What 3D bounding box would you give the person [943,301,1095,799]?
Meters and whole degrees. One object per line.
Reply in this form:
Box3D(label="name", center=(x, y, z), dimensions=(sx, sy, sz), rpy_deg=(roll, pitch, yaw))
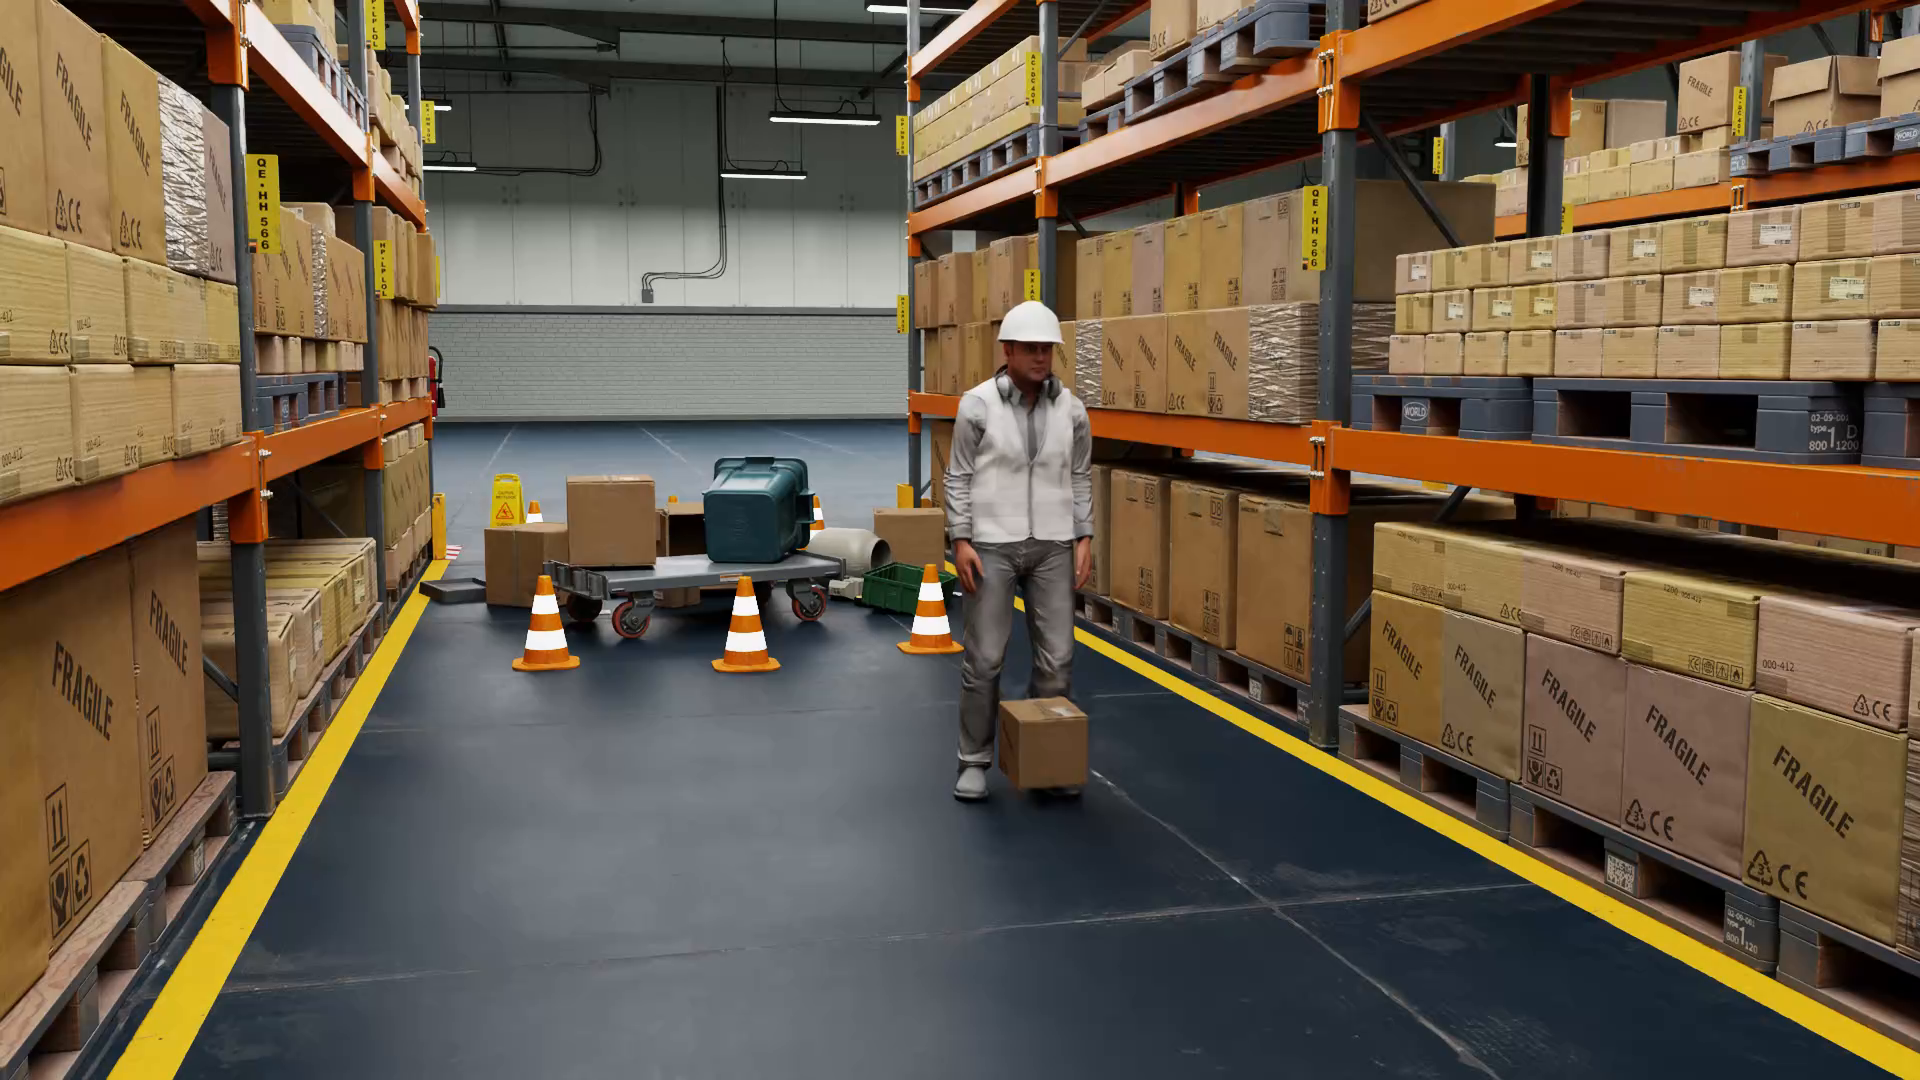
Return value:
Box3D(label="person", center=(0.224, 0.030, 6.028), dimensions=(0.568, 1.773, 0.473), rpy_deg=(-2, 6, -16))
